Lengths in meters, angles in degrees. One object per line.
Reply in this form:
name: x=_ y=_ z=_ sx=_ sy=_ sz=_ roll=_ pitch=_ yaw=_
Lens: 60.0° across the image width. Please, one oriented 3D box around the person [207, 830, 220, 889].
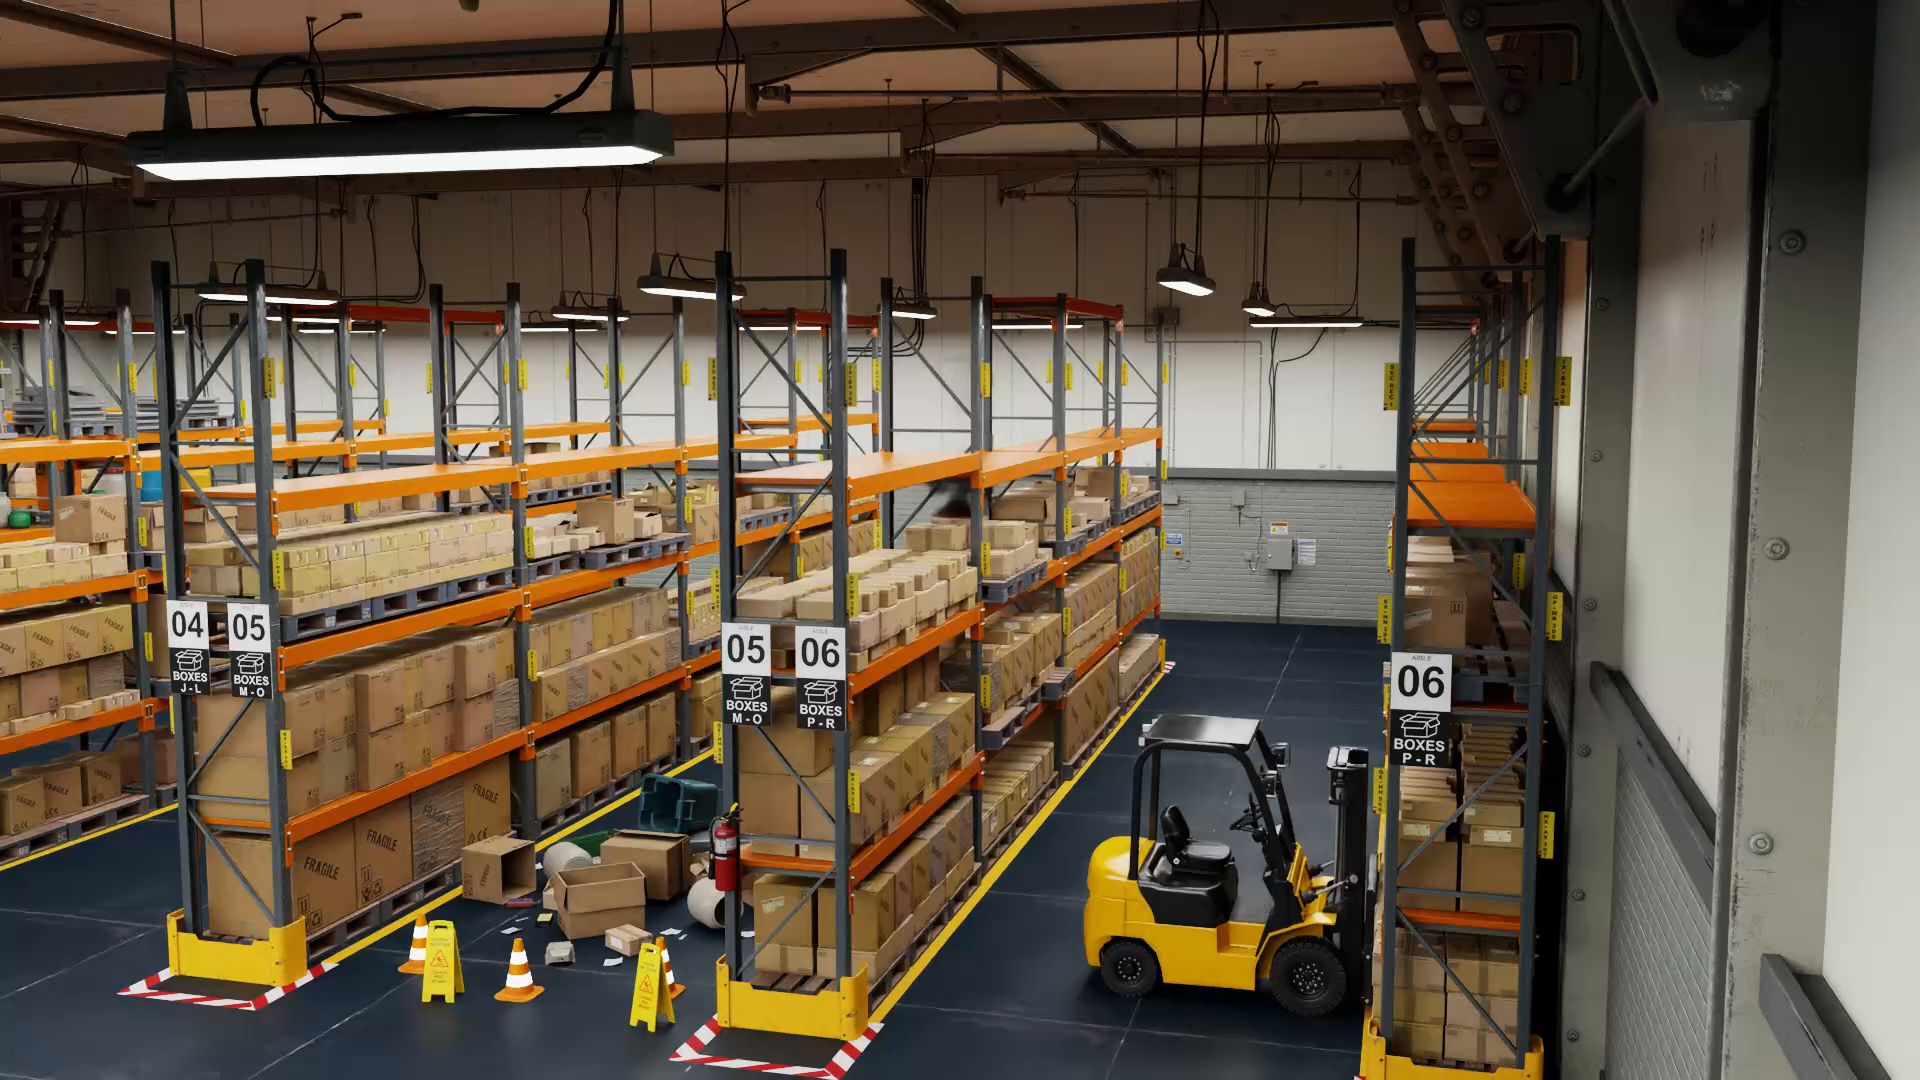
person: x=-7.419 y=2.599 z=16.856 sx=0.549 sy=1.652 sz=1.044 roll=1 pitch=6 yaw=5
